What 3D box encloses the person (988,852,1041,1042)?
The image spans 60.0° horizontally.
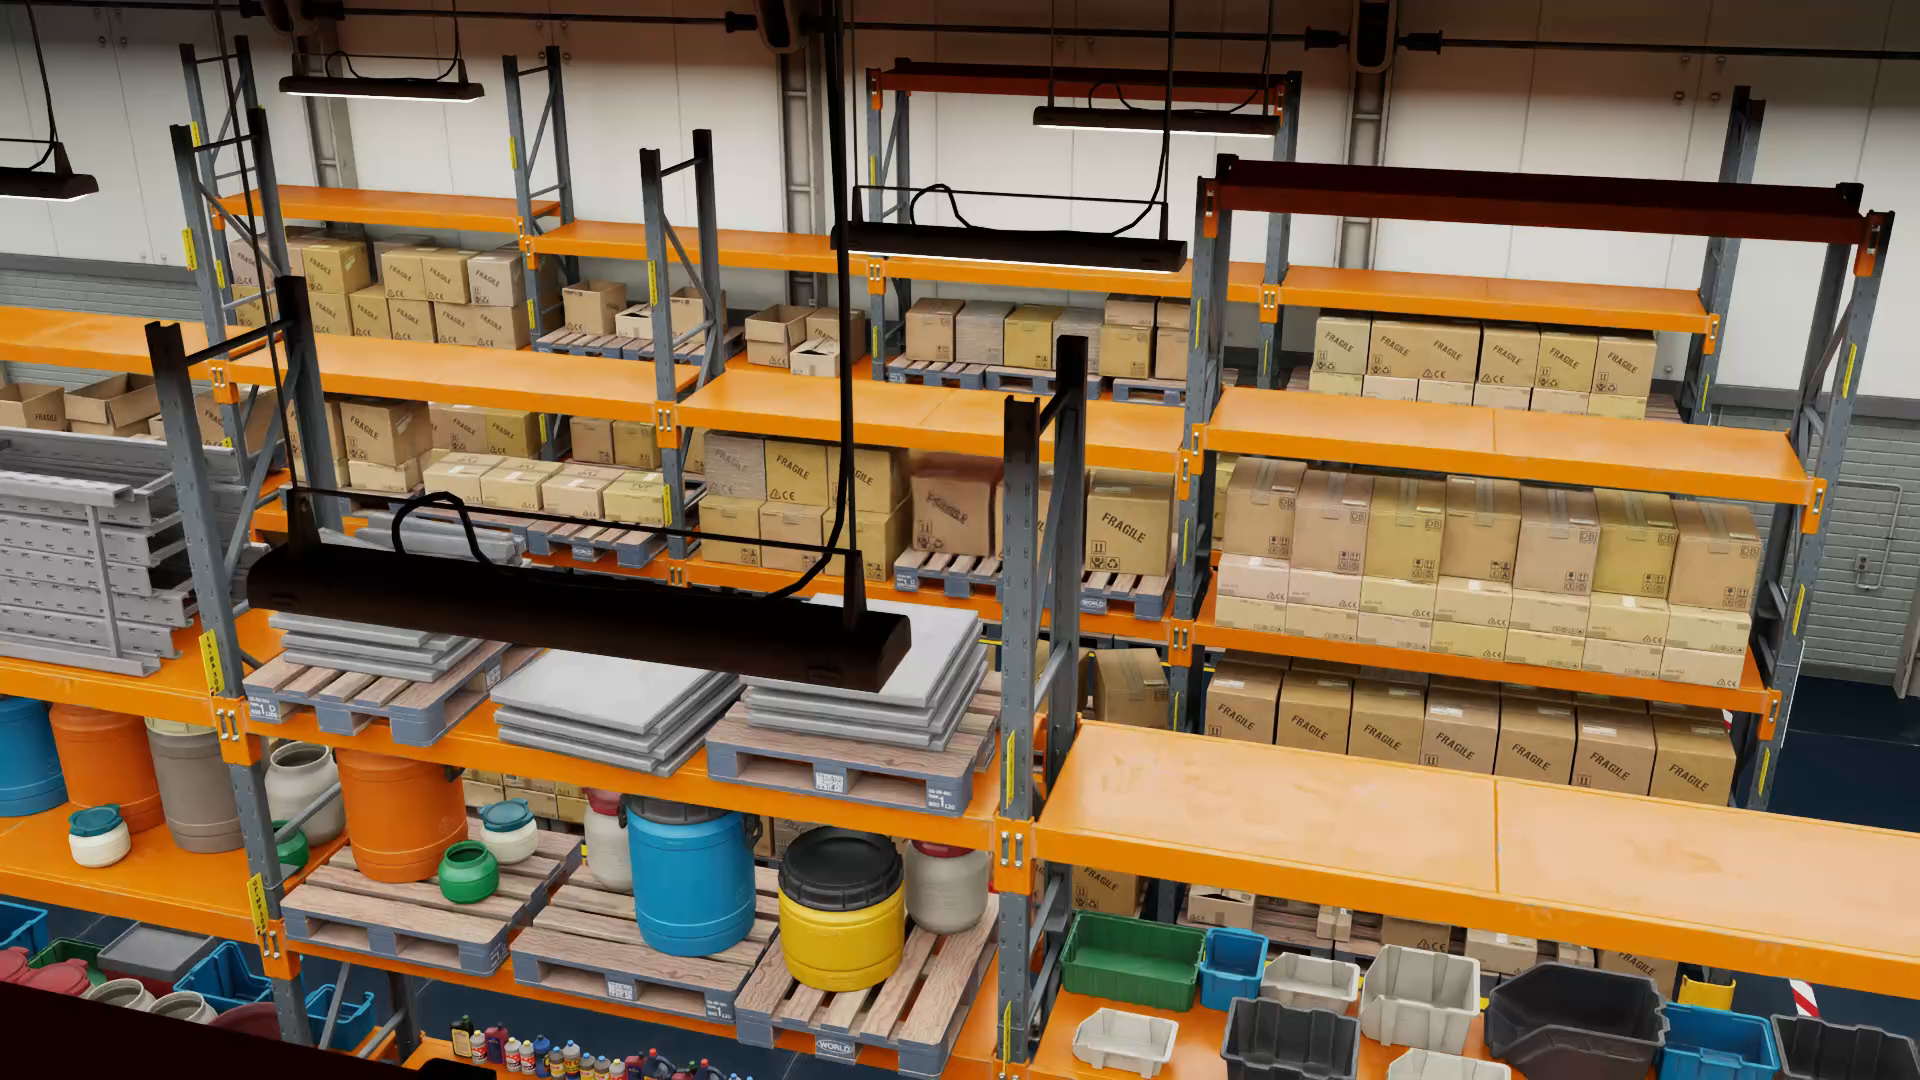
[{"bbox_3d":[0.214,2.757,11.543,1.053,1.453,0.541,6,23,13],"label":"person"}]
